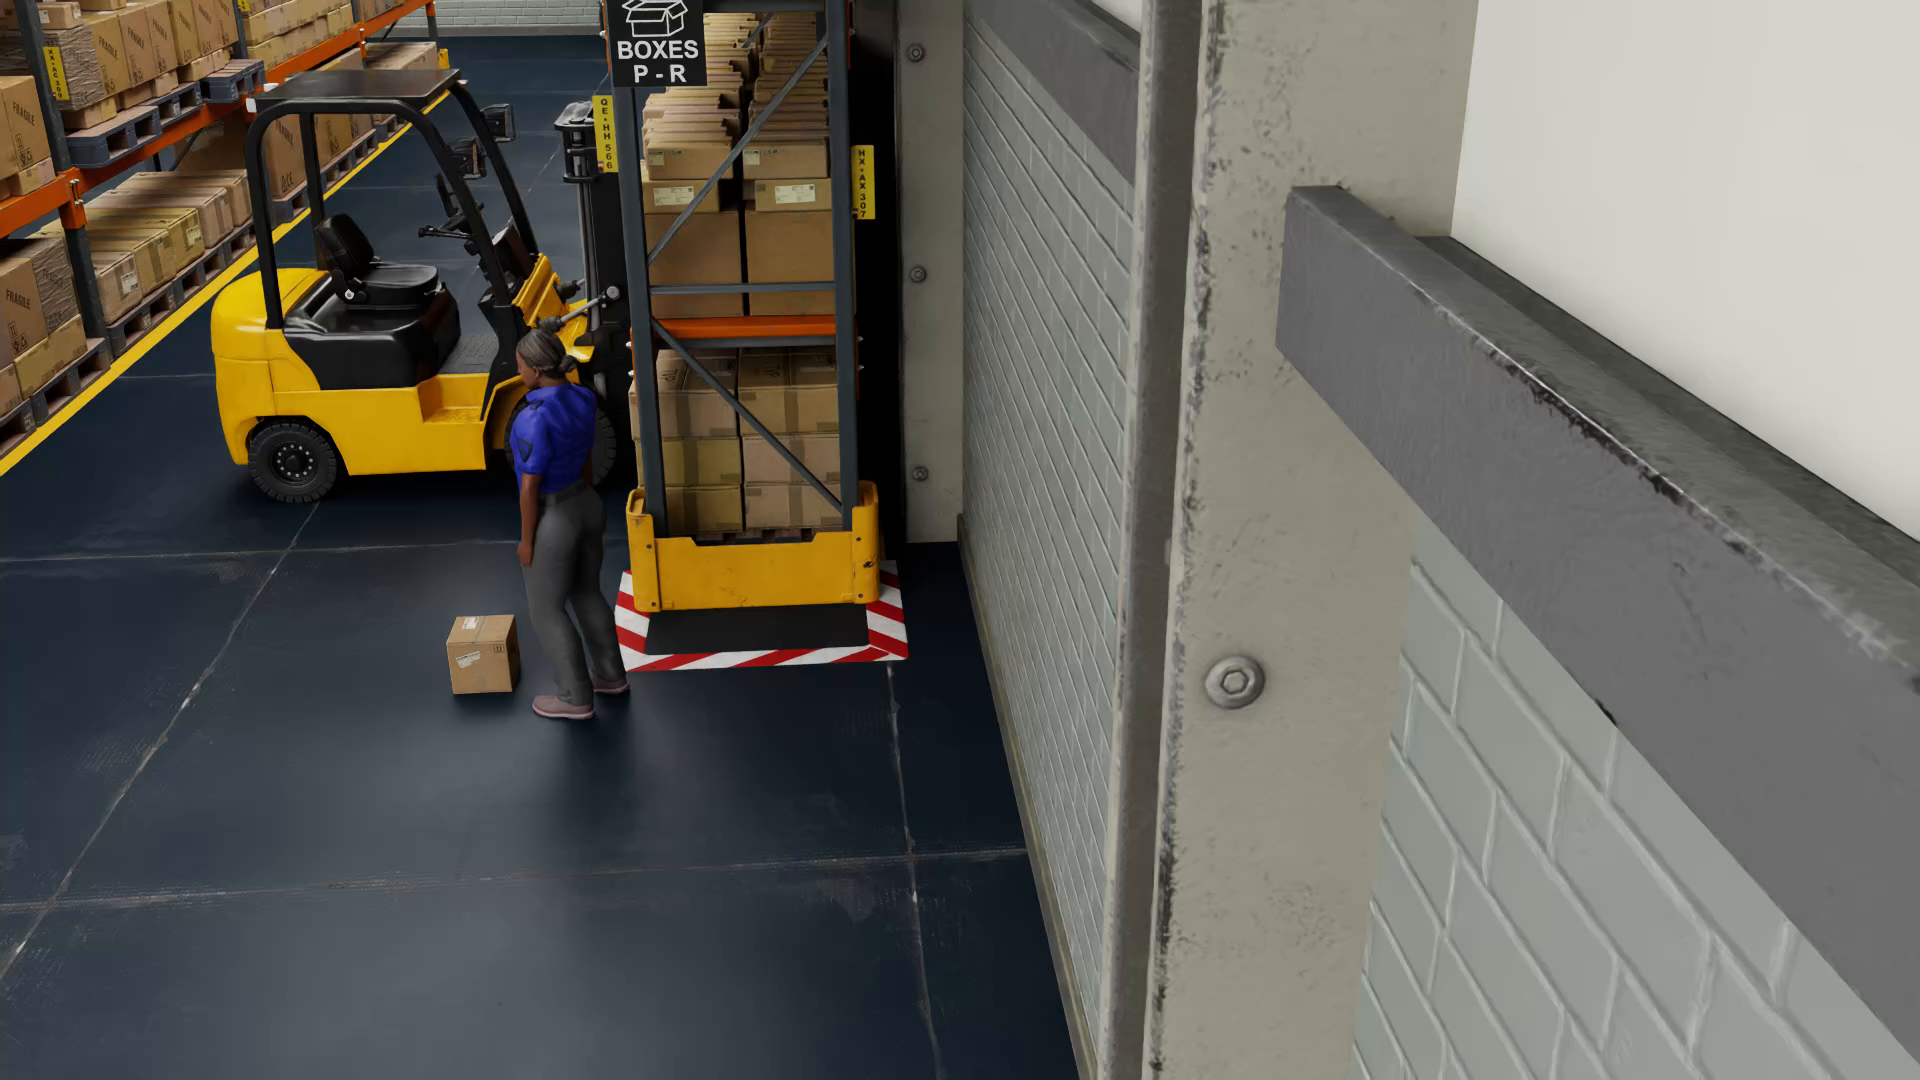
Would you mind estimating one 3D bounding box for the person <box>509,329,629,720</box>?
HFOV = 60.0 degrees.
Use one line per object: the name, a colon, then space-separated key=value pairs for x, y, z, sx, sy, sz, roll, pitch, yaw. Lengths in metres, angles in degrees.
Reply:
person: x=-1.628 y=-0.054 z=6.751 sx=0.301 sy=1.664 sz=0.438 roll=10 pitch=26 yaw=21
